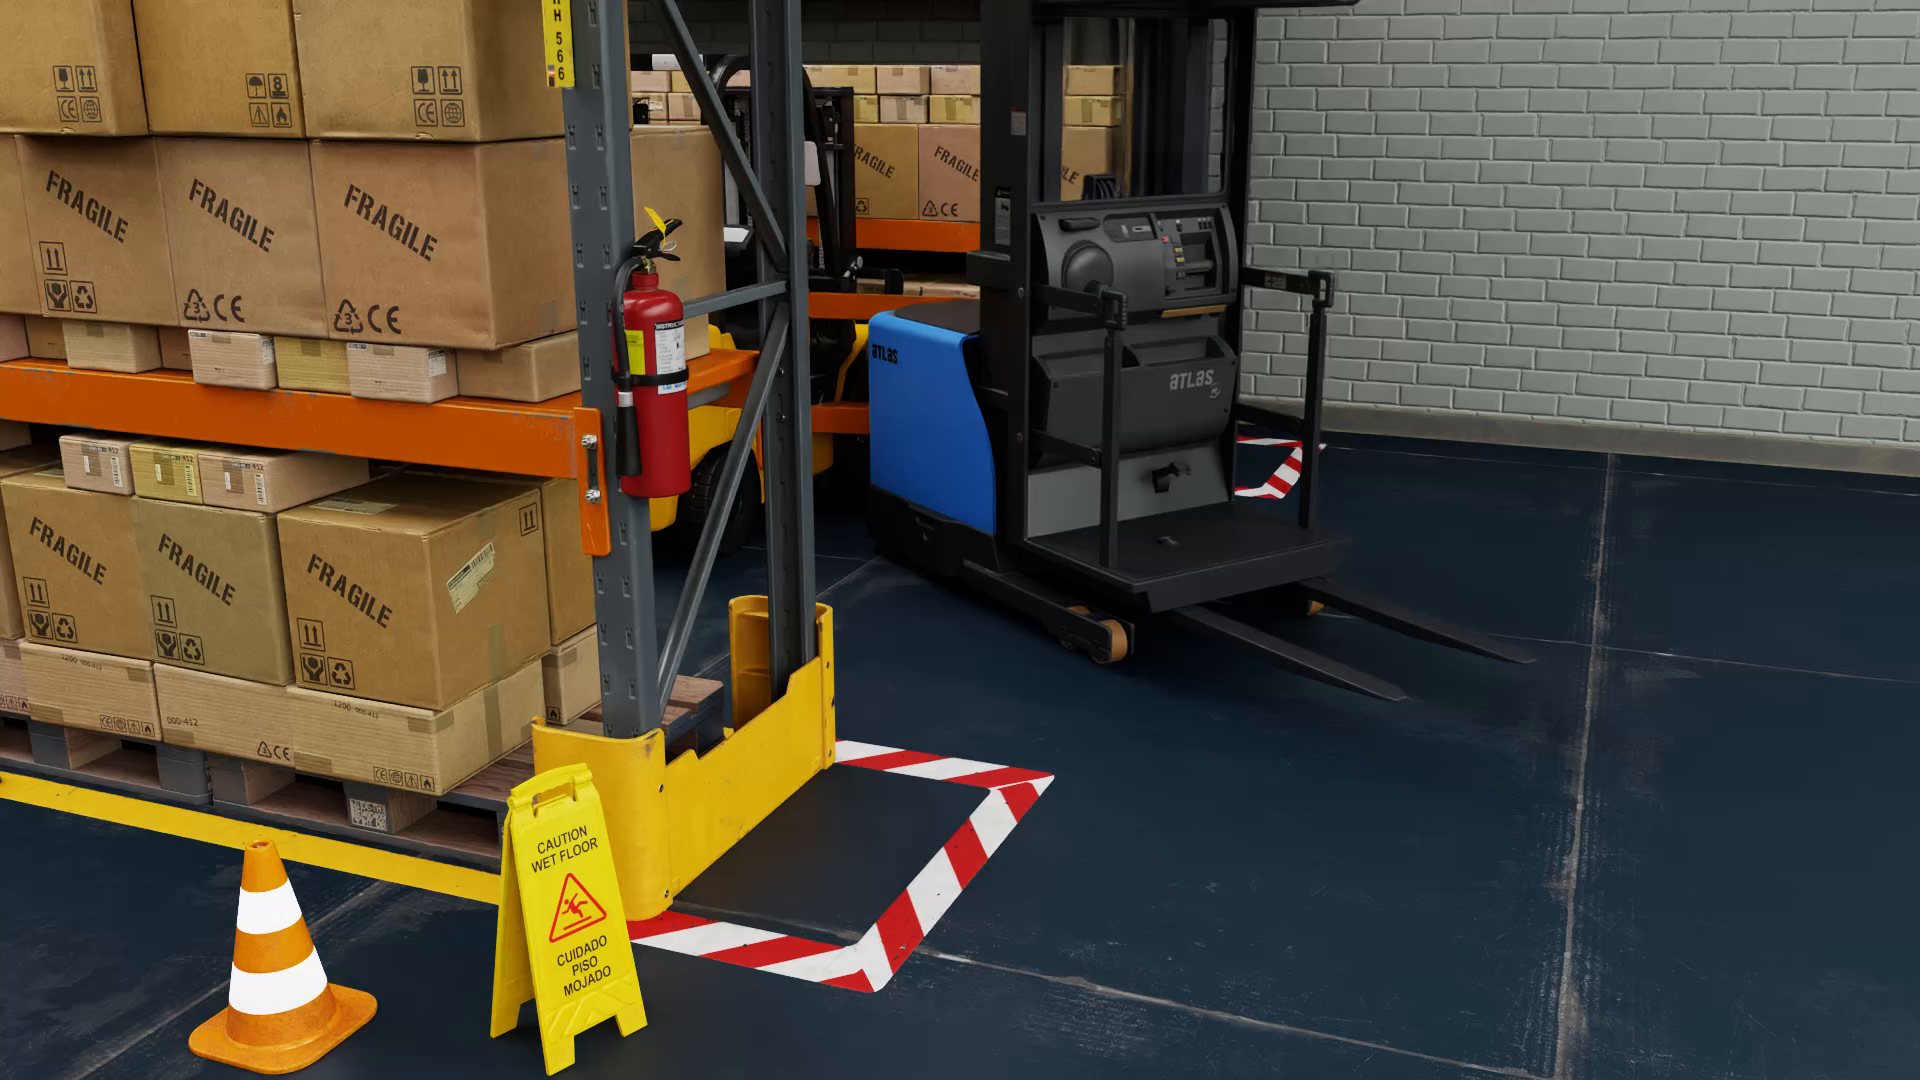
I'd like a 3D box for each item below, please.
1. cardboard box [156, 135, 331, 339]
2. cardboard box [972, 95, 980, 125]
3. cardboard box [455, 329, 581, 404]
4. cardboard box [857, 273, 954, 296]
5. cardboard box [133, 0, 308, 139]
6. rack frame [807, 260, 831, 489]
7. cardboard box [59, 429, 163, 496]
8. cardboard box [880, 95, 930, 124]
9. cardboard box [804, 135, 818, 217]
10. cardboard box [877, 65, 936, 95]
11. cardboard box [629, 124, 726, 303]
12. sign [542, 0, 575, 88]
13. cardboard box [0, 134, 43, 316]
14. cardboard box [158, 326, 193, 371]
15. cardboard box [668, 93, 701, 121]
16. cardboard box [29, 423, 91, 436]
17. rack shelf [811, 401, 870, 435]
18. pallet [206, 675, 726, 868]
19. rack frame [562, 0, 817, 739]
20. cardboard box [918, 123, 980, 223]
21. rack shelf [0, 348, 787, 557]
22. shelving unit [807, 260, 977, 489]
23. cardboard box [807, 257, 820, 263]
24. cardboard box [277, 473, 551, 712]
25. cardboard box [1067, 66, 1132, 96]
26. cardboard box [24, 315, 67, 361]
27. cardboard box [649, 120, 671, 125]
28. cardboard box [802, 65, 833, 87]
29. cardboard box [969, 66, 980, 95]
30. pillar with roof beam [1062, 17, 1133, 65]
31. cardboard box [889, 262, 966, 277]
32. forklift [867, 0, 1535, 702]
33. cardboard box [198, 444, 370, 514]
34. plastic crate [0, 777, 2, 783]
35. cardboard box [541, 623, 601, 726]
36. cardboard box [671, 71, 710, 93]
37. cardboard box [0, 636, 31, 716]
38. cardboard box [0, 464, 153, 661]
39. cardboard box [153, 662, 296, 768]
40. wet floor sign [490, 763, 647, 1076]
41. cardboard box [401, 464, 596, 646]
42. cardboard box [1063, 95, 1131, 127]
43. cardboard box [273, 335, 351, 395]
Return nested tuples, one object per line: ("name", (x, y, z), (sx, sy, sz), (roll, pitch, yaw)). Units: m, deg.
("cardboard box", (-1.749, -0.841, 4.477), (0.500, 0.500, 0.500), (6, 17, 21))
("cardboard box", (0.246, -2.284, 8.820), (0.250, 0.149, 0.380), (7, 17, 22))
("cardboard box", (-1.105, -0.476, 4.383), (0.250, 0.149, 0.380), (7, 18, 22))
("cardboard box", (-0.354, -1.329, 9.255), (0.500, 0.250, 0.500), (7, 17, 21))
("cardboard box", (-1.702, -1.334, 4.382), (0.500, 0.500, 0.700), (6, 17, 21))
("rack frame", (-0.710, -0.794, 8.129), (0.032, 1.125, 0.500), (3, 9, 10))
("cardboard box", (-2.363, -0.255, 4.841), (0.250, 0.149, 0.380), (7, 18, 23))
("cardboard box", (-0.246, -2.328, 8.969), (0.250, 0.149, 0.380), (6, 17, 19))
("cardboard box", (-0.843, -2.088, 9.306), (0.500, 0.500, 0.500), (6, 17, 21))
("cardboard box", (-0.253, -2.465, 8.909), (0.250, 0.149, 0.380), (7, 18, 22))
("cardboard box", (-1.017, -0.925, 4.766), (0.500, 0.500, 0.500), (6, 17, 20))
("sign", (-0.901, -1.179, 3.713), (0.005, 0.325, 0.100), (6, 17, 21))
("cardboard box", (-2.677, -0.950, 4.852), (0.500, 0.500, 0.500), (6, 17, 21))
("cardboard box", (-2.049, -0.586, 4.762), (0.250, 0.149, 0.380), (7, 17, 21))
("cardboard box", (-1.442, -2.452, 9.397), (0.250, 0.149, 0.380), (6, 17, 20))
("cardboard box", (-2.802, -0.170, 5.711), (0.500, 0.500, 0.500), (7, 18, 24))
("rack shelf", (-0.219, -0.522, 8.076), (1.000, 0.278, 0.538), (3, 9, 10))
("pallet", (-1.492, 0.626, 5.140), (1.213, 0.211, 1.003), (6, 17, 21))
("rack frame", (-0.679, -0.614, 4.407), (0.127, 3.000, 1.000), (6, 17, 21))
("cardboard box", (0.106, -1.987, 8.959), (0.500, 0.500, 0.500), (7, 18, 22))
("rack shelf", (-2.539, -0.473, 5.212), (4.000, 0.370, 1.077), (6, 17, 21))
("shelving unit", (-0.211, -0.763, 8.040), (1.048, 1.125, 0.538), (3, 9, 10))
("cardboard box", (-1.110, -1.568, 10.081), (0.500, 0.250, 0.500), (6, 17, 21))
("cardboard box", (-1.519, 0.131, 4.676), (0.500, 0.500, 0.500), (6, 17, 21))
("cardboard box", (0.729, -2.386, 8.635), (0.250, 0.149, 0.380), (6, 17, 21))
("cardboard box", (-2.520, -0.637, 4.939), (0.250, 0.149, 0.380), (6, 17, 21))
("cardboard box", (-1.774, -2.196, 9.680), (0.500, 0.500, 0.500), (7, 17, 22))
("cardboard box", (-0.700, -2.541, 9.170), (0.250, 0.149, 0.380), (7, 17, 21))
("cardboard box", (0.235, -2.423, 8.762), (0.250, 0.149, 0.380), (7, 17, 22))
("pillar with roof beam", (-0.757, -3.971, 5.211), (0.400, 9.000, 9.100), (6, 17, 21))
("cardboard box", (-0.166, -1.465, 9.725), (0.500, 0.250, 0.500), (6, 17, 20))
("forklift", (0.806, -1.100, 6.206), (1.130, 2.935, 3.031), (-10, 19, -31))
("cardboard box", (-1.886, -0.201, 4.655), (0.250, 0.149, 0.380), (7, 18, 22))
("plastic crate", (-3.240, 0.753, 4.938), (0.583, 0.080, 0.402), (0, 16, 1))
("cardboard box", (-1.327, 0.351, 5.263), (0.500, 0.250, 0.500), (6, 17, 20))
("cardboard box", (-1.424, -2.604, 9.386), (0.250, 0.149, 0.380), (6, 17, 20))
("cardboard box", (-2.955, 0.332, 5.329), (0.500, 0.250, 0.500), (6, 17, 20))
("cardboard box", (-2.473, 0.025, 5.041), (0.500, 0.500, 0.500), (6, 17, 19))
("cardboard box", (-2.008, 0.437, 4.966), (0.500, 0.250, 0.500), (6, 17, 21))
("wet floor sign", (-0.894, 0.814, 3.712), (0.232, 0.644, 0.267), (14, 21, 40))
("cardboard box", (-1.350, -0.011, 5.166), (0.500, 0.500, 0.500), (6, 17, 19))
("cardboard box", (0.714, -2.224, 8.610), (0.250, 0.149, 0.380), (7, 17, 21))
("cardboard box", (-1.612, -0.505, 4.482), (0.250, 0.149, 0.380), (6, 17, 20))
